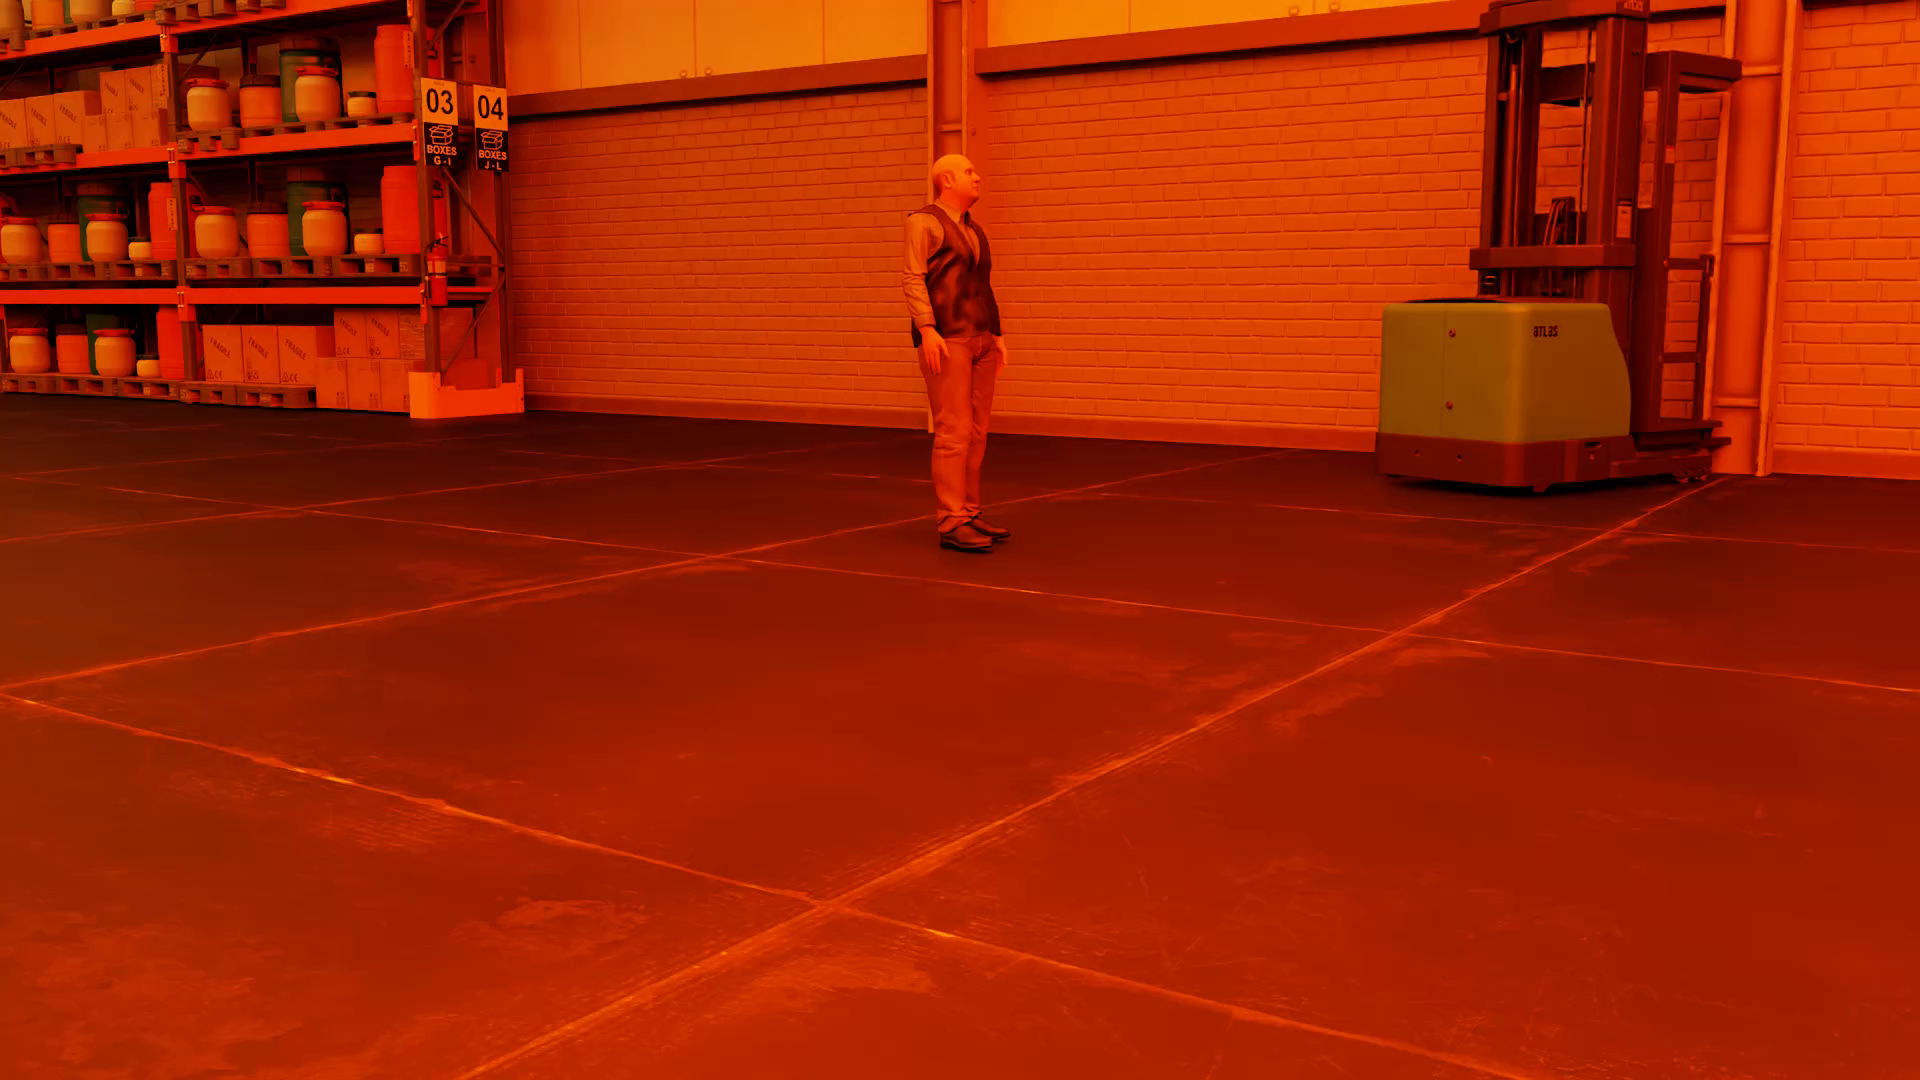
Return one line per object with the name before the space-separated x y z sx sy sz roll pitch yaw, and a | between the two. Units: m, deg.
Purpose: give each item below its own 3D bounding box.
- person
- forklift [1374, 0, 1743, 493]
person | 0.048 -0.854 7.441 0.566 1.722 0.634 5 10 34
forklift | 3.976 -1.848 10.190 3.031 2.935 1.130 -6 10 -35
